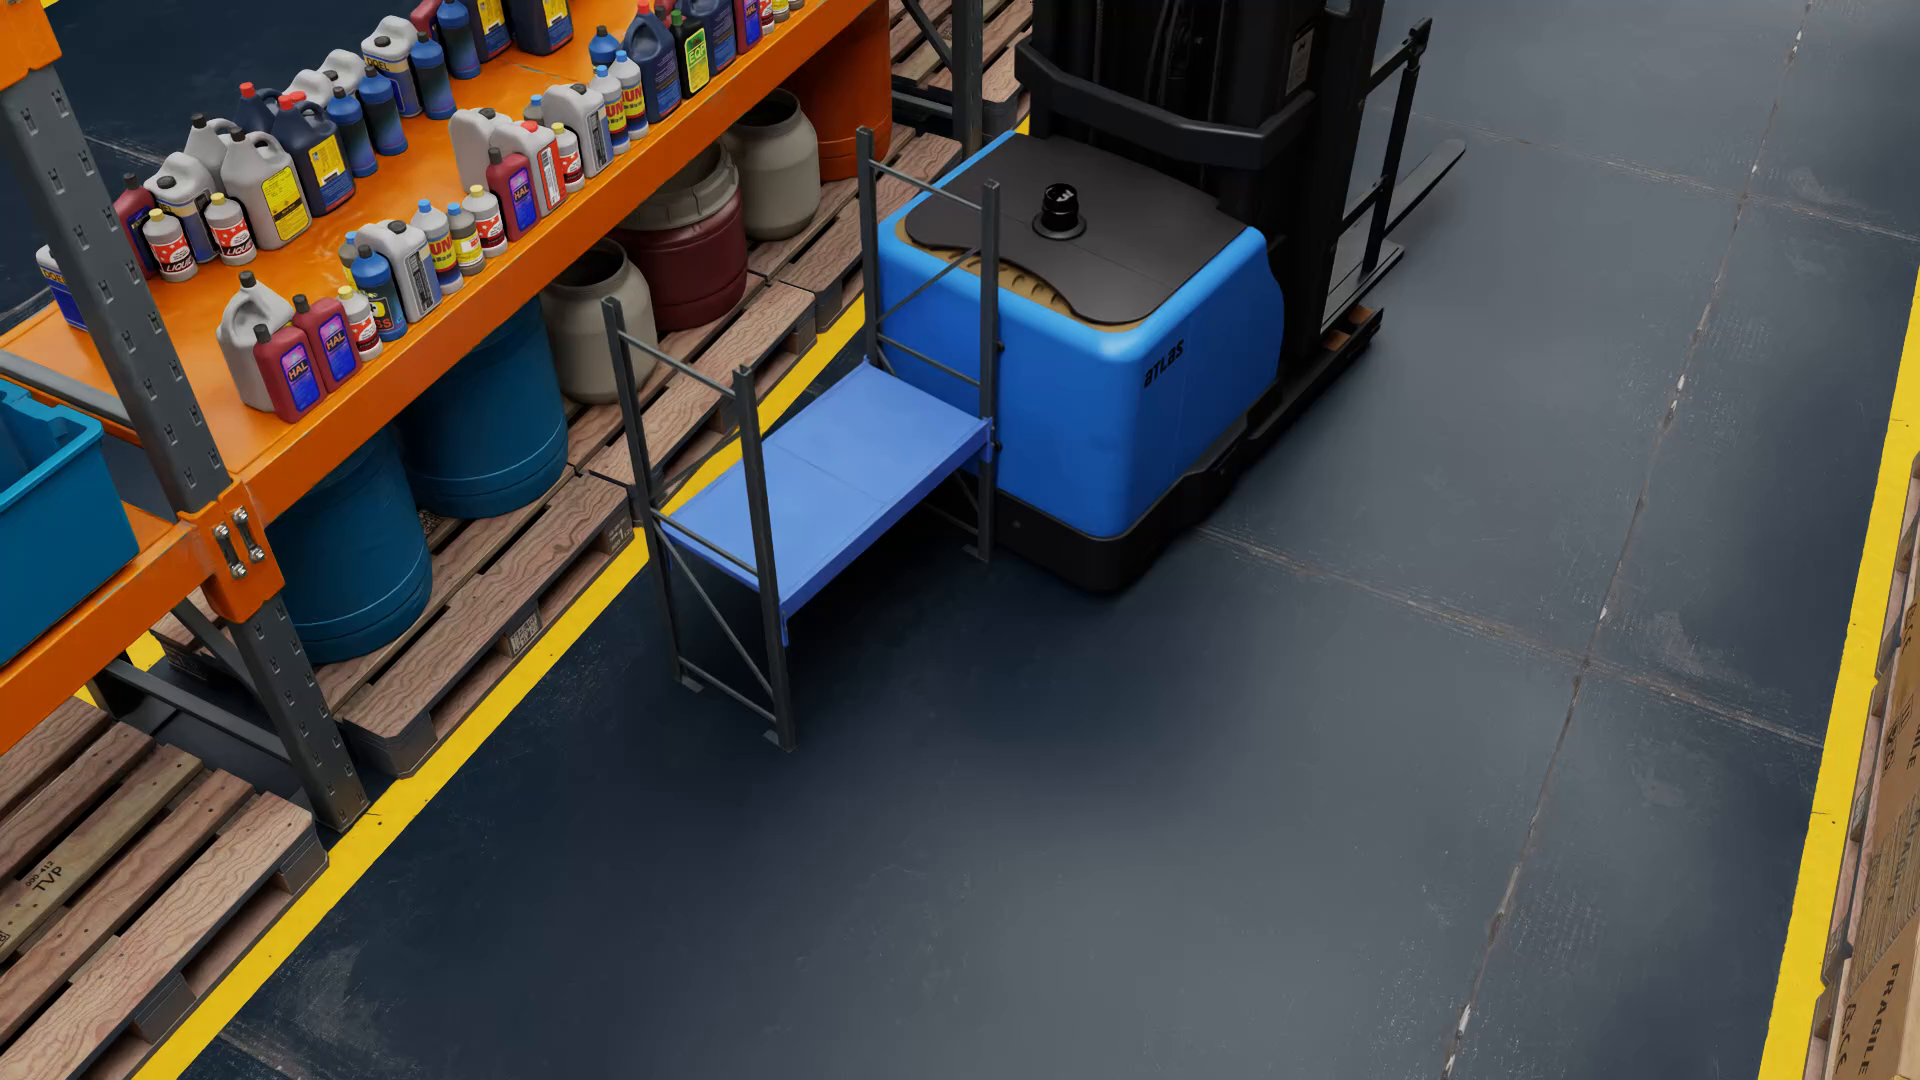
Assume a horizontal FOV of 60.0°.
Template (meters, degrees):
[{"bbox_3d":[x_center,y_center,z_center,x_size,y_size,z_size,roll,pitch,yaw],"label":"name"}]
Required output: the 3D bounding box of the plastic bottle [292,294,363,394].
[{"bbox_3d":[-1.619,-0.522,4.239,0.061,0.283,0.133,20,49,19],"label":"plastic bottle"}]

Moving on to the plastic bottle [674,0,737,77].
[{"bbox_3d":[-0.824,-1.690,5.346,0.144,0.351,0.185,20,49,19],"label":"plastic bottle"}]

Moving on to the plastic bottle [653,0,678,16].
[{"bbox_3d":[-0.926,-1.684,5.387,0.061,0.283,0.133,20,49,19],"label":"plastic bottle"}]

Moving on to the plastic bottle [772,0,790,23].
[{"bbox_3d":[-0.630,-1.864,5.623,0.097,0.201,0.097,0,45,0],"label":"plastic bottle"}]

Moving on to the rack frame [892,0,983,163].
[{"bbox_3d":[-0.372,-2.909,6.516,1.000,3.000,0.127,20,49,19],"label":"rack frame"}]

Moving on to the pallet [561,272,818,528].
[{"bbox_3d":[-1.269,-0.653,6.247,1.003,0.211,1.213,20,49,19],"label":"pallet"}]

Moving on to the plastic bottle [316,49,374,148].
[{"bbox_3d":[-1.866,-1.333,5.046,0.152,0.276,0.135,20,49,19],"label":"plastic bottle"}]

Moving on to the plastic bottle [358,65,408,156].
[{"bbox_3d":[-1.747,-1.302,5.018,0.097,0.271,0.097,0,45,0],"label":"plastic bottle"}]

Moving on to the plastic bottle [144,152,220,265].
[{"bbox_3d":[-2.163,-0.931,4.648,0.152,0.276,0.135,20,49,19],"label":"plastic bottle"}]

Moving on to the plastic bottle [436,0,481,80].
[{"bbox_3d":[-1.613,-1.624,5.336,0.097,0.271,0.097,0,45,0],"label":"plastic bottle"}]

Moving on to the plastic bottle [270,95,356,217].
[{"bbox_3d":[-1.879,-1.128,4.790,0.144,0.351,0.185,20,49,19],"label":"plastic bottle"}]

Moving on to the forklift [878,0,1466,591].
[{"bbox_3d":[0.985,-1.861,5.529,1.130,2.935,3.031,28,52,25],"label":"forklift"}]

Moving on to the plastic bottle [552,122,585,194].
[{"bbox_3d":[-1.169,-1.133,4.900,0.097,0.201,0.097,0,45,0],"label":"plastic bottle"}]

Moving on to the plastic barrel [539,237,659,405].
[{"bbox_3d":[-1.291,-0.772,5.858,0.421,0.512,0.421,0,45,0],"label":"plastic barrel"}]

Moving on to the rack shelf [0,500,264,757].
[{"bbox_3d":[-3.158,1.124,3.036,1.077,0.370,4.000,20,49,19],"label":"rack shelf"}]

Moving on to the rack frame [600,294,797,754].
[{"bbox_3d":[-0.712,0.013,4.682,0.500,1.500,0.032,28,52,25],"label":"rack frame"}]

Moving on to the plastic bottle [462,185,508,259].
[{"bbox_3d":[-1.338,-0.902,4.673,0.097,0.201,0.097,0,45,0],"label":"plastic bottle"}]

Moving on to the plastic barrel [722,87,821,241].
[{"bbox_3d":[-0.767,-1.483,6.561,0.421,0.512,0.421,0,45,0],"label":"plastic barrel"}]

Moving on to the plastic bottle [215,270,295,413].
[{"bbox_3d":[-1.760,-0.512,4.182,0.144,0.351,0.185,20,49,19],"label":"plastic bottle"}]

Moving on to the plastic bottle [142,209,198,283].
[{"bbox_3d":[-2.187,-0.820,4.592,0.097,0.201,0.097,0,45,0],"label":"plastic bottle"}]

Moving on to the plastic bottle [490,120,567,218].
[{"bbox_3d":[-1.247,-1.095,4.810,0.152,0.276,0.135,20,49,19],"label":"plastic bottle"}]

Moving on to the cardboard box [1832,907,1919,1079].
[{"bbox_3d":[2.369,1.258,3.845,0.500,0.500,0.500,21,49,19],"label":"cardboard box"}]

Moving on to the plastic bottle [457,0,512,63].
[{"bbox_3d":[-1.581,-1.753,5.408,0.144,0.351,0.185,20,49,19],"label":"plastic bottle"}]

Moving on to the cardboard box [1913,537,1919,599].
[{"bbox_3d":[3.311,-0.023,5.112,0.500,0.500,0.500,19,48,18],"label":"cardboard box"}]

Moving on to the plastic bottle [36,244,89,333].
[{"bbox_3d":[-2.332,-0.701,4.421,0.152,0.276,0.135,20,49,19],"label":"plastic bottle"}]

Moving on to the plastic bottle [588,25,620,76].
[{"bbox_3d":[-1.099,-1.474,5.188,0.097,0.271,0.097,0,45,0],"label":"plastic bottle"}]

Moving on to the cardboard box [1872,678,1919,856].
[{"bbox_3d":[2.836,0.622,4.475,0.500,0.500,0.500,19,48,18],"label":"cardboard box"}]

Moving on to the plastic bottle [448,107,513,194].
[{"bbox_3d":[-1.382,-1.145,4.860,0.152,0.276,0.135,20,49,19],"label":"plastic bottle"}]

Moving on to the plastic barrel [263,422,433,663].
[{"bbox_3d":[-1.961,-0.136,4.956,0.600,0.901,0.708,20,49,19],"label":"plastic barrel"}]

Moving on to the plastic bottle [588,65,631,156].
[{"bbox_3d":[-1.061,-1.303,5.020,0.097,0.271,0.097,0,45,0],"label":"plastic bottle"}]

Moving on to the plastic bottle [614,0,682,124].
[{"bbox_3d":[-0.971,-1.489,5.147,0.144,0.351,0.185,20,49,19],"label":"plastic bottle"}]

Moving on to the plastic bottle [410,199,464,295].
[{"bbox_3d":[-1.429,-0.804,4.526,0.097,0.271,0.097,0,45,0],"label":"plastic bottle"}]

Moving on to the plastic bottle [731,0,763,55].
[{"bbox_3d":[-0.713,-1.752,5.455,0.061,0.283,0.133,20,49,19],"label":"plastic bottle"}]

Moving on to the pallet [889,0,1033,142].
[{"bbox_3d":[0.022,-2.404,7.978,1.003,0.211,1.213,20,49,19],"label":"pallet"}]

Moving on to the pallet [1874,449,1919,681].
[{"bbox_3d":[3.633,0.167,5.437,1.003,0.211,1.213,20,49,19],"label":"pallet"}]

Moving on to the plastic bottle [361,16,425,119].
[{"bbox_3d":[-1.759,-1.479,5.190,0.152,0.276,0.135,20,49,19],"label":"plastic bottle"}]

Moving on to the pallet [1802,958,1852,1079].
[{"bbox_3d":[2.501,1.704,3.918,1.003,0.211,1.213,20,49,19],"label":"pallet"}]

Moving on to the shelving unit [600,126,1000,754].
[{"bbox_3d":[-0.403,-0.274,4.966,0.538,1.500,1.048,28,52,25],"label":"shelving unit"}]

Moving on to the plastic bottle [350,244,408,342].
[{"bbox_3d":[-1.537,-0.658,4.382,0.097,0.271,0.097,0,45,0],"label":"plastic bottle"}]

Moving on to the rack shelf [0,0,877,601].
[{"bbox_3d":[-1.301,-1.396,5.527,1.077,0.370,4.000,20,49,19],"label":"rack shelf"}]

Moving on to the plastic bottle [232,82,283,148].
[{"bbox_3d":[-2.006,-1.175,4.837,0.144,0.351,0.185,20,49,19],"label":"plastic bottle"}]

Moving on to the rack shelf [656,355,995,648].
[{"bbox_3d":[-0.403,-0.148,5.094,0.538,0.185,1.000,28,52,25],"label":"rack shelf"}]
